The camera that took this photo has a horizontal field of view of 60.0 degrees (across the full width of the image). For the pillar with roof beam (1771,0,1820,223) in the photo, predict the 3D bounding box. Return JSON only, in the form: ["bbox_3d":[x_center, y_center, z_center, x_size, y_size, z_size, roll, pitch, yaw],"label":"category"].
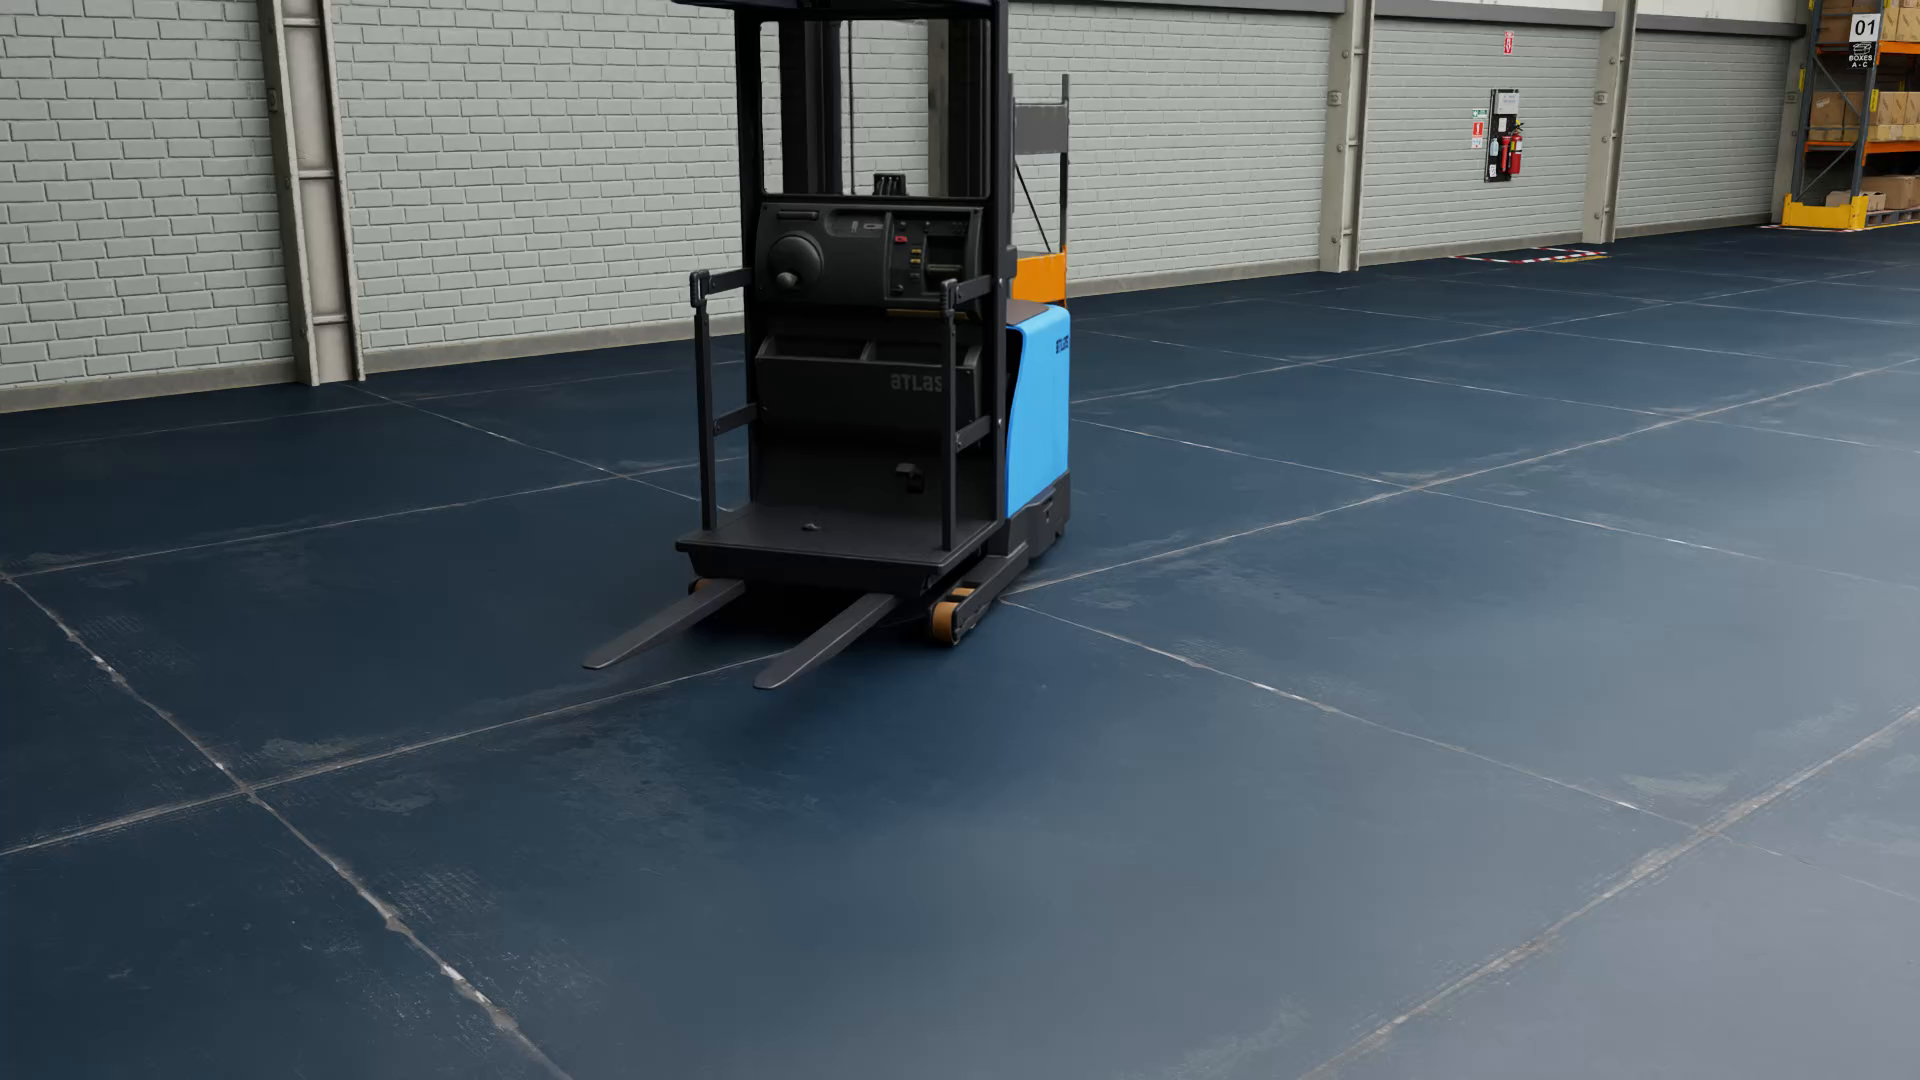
[{"bbox_3d":[16.357,-8.735,23.015,0.400,9.000,9.100,-13,19,-39],"label":"pillar with roof beam"}]

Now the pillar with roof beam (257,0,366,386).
[{"bbox_3d":[-1.748,-4.670,7.795,0.400,9.000,9.100,-13,19,-39],"label":"pillar with roof beam"}]

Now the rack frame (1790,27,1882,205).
[{"bbox_3d":[13.571,-6.388,25.853,0.127,3.000,1.000,-13,19,-39],"label":"rack frame"}]

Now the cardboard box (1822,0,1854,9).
[{"bbox_3d":[13.724,-8.502,25.785,0.500,0.500,0.500,-12,19,-37],"label":"cardboard box"}]

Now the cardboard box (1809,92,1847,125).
[{"bbox_3d":[13.787,-6.809,26.227,0.500,0.500,0.500,-13,20,-40],"label":"cardboard box"}]

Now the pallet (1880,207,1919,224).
[{"bbox_3d":[15.184,-5.390,27.520,1.213,0.211,1.003,-13,19,-39],"label":"pallet"}]

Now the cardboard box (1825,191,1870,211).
[{"bbox_3d":[14.152,-5.401,26.516,0.500,0.311,0.500,13,20,41],"label":"cardboard box"}]

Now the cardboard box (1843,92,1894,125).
[{"bbox_3d":[14.128,-6.710,25.857,0.500,0.500,0.500,-13,19,-39],"label":"cardboard box"}]

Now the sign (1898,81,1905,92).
[{"bbox_3d":[16.221,-7.733,28.642,0.005,0.325,0.100,-13,19,-39],"label":"sign"}]

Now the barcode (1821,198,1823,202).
[{"bbox_3d":[13.903,-5.487,26.818,0.075,0.075,0.001,-13,19,-39],"label":"barcode"}]

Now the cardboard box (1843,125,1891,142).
[{"bbox_3d":[14.147,-6.346,25.948,0.500,0.250,0.500,-13,20,-41],"label":"cardboard box"}]

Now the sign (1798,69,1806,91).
[{"bbox_3d":[13.222,-7.212,26.080,0.005,0.325,0.100,-13,19,-39],"label":"sign"}]

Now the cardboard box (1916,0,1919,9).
[{"bbox_3d":[14.812,-8.560,26.003,0.500,0.500,0.500,-12,19,-38],"label":"cardboard box"}]

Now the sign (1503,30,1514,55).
[{"bbox_3d":[7.044,-6.385,21.351,0.199,0.298,0.001,-13,19,-39],"label":"sign"}]

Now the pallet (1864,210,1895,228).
[{"bbox_3d":[14.264,-5.184,26.750,1.213,0.211,1.003,-13,19,-39],"label":"pallet"}]

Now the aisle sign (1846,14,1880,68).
[{"bbox_3d":[13.714,-7.573,25.253,0.004,0.787,0.394,-13,19,-39],"label":"aisle sign"}]

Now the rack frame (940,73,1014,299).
[{"bbox_3d":[0.075,-1.124,7.891,0.400,2.100,0.015,10,18,33],"label":"rack frame"}]

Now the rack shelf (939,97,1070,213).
[{"bbox_3d":[0.215,-1.839,7.907,0.431,0.518,0.480,10,18,33],"label":"rack shelf"}]

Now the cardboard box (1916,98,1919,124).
[{"bbox_3d":[15.283,-6.968,26.822,0.500,0.500,0.500,-12,19,-38],"label":"cardboard box"}]

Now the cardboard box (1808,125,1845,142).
[{"bbox_3d":[13.796,-6.442,26.307,0.500,0.250,0.500,-12,19,-39],"label":"cardboard box"}]

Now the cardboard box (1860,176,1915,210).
[{"bbox_3d":[15.168,-5.704,27.282,0.500,0.500,0.700,-14,21,-43],"label":"cardboard box"}]

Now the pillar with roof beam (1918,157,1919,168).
[{"bbox_3d":[20.883,-9.752,26.821,0.400,9.000,9.100,-13,19,-39],"label":"pillar with roof beam"}]

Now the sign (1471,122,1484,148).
[{"bbox_3d":[6.631,-5.191,21.302,0.234,0.329,0.001,-13,19,-39],"label":"sign"}]

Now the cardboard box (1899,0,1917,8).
[{"bbox_3d":[14.432,-8.471,25.670,0.500,0.500,0.500,-13,20,-40],"label":"cardboard box"}]

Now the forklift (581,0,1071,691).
[{"bbox_3d":[-0.429,-1.137,6.325,1.130,2.935,3.031,5,16,18],"label":"forklift"}]

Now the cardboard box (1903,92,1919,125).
[{"bbox_3d":[14.902,-6.878,26.486,0.500,0.500,0.500,-13,20,-41],"label":"cardboard box"}]

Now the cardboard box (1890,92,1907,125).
[{"bbox_3d":[14.508,-6.792,26.163,0.500,0.500,0.500,-13,19,-39],"label":"cardboard box"}]

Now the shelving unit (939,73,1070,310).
[{"bbox_3d":[0.215,-1.176,8.084,0.431,2.100,0.503,10,18,33],"label":"shelving unit"}]

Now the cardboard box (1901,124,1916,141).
[{"bbox_3d":[14.918,-6.522,26.606,0.500,0.250,0.500,-13,20,-40],"label":"cardboard box"}]

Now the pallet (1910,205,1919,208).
[{"bbox_3d":[16.105,-5.598,28.298,1.213,0.211,1.003,-13,19,-39],"label":"pallet"}]

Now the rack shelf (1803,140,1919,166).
[{"bbox_3d":[15.080,-6.379,27.214,4.000,0.370,1.077,-13,19,-39],"label":"rack shelf"}]

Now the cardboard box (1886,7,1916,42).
[{"bbox_3d":[14.416,-7.987,25.795,0.500,0.500,0.500,-11,19,-36],"label":"cardboard box"}]

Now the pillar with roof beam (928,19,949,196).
[{"bbox_3d":[2.778,-5.686,11.600,0.400,9.000,9.100,-13,19,-39],"label":"pillar with roof beam"}]

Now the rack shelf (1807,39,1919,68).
[{"bbox_3d":[15.080,-7.829,26.827,4.000,0.370,1.077,-13,19,-39],"label":"rack shelf"}]

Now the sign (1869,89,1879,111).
[{"bbox_3d":[13.927,-6.701,25.346,0.005,0.325,0.100,-13,19,-39],"label":"sign"}]

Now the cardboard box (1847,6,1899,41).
[{"bbox_3d":[13.987,-7.903,25.480,0.500,0.500,0.500,-12,19,-38],"label":"cardboard box"}]

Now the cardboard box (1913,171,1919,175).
[{"bbox_3d":[17.133,-6.198,29.134,0.500,0.500,0.700,-12,19,-38],"label":"cardboard box"}]

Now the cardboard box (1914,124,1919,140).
[{"bbox_3d":[15.301,-6.607,26.925,0.500,0.250,0.500,-12,19,-39],"label":"cardboard box"}]

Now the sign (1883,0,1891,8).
[{"bbox_3d":[13.927,-8.154,24.958,0.005,0.325,0.100,-13,19,-39],"label":"sign"}]

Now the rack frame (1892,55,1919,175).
[{"bbox_3d":[16.588,-7.066,28.390,0.127,3.000,1.000,-13,19,-39],"label":"rack frame"}]

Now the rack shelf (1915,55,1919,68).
[{"bbox_3d":[18.097,-8.506,29.364,4.000,0.370,1.077,-13,19,-39],"label":"rack shelf"}]

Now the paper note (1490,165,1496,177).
[{"bbox_3d":[6.937,-4.805,21.634,0.142,0.148,0.016,-13,19,-39],"label":"paper note"}]

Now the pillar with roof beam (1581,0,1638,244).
[{"bbox_3d":[11.831,-7.719,19.210,0.400,9.000,9.100,-13,19,-39],"label":"pillar with roof beam"}]

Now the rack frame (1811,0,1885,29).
[{"bbox_3d":[13.571,-9.286,25.079,0.127,3.000,1.000,-13,19,-39],"label":"rack frame"}]

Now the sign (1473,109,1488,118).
[{"bbox_3d":[6.640,-5.446,21.230,0.331,0.109,0.001,-13,19,-39],"label":"sign"}]

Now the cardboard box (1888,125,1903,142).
[{"bbox_3d":[14.530,-6.437,26.287,0.500,0.250,0.500,-13,20,-41],"label":"cardboard box"}]

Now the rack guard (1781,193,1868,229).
[{"bbox_3d":[13.628,-5.193,26.224,0.348,0.500,1.175,-13,19,-39],"label":"rack guard"}]

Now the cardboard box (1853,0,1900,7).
[{"bbox_3d":[14.021,-8.396,25.389,0.500,0.500,0.500,14,21,43],"label":"cardboard box"}]

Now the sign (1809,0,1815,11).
[{"bbox_3d":[13.222,-8.376,25.769,0.005,0.325,0.100,-13,19,-39],"label":"sign"}]

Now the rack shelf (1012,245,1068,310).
[{"bbox_3d":[0.215,-1.163,8.088,0.431,0.518,0.480,10,18,33],"label":"rack shelf"}]

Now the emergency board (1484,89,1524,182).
[{"bbox_3d":[7.116,-5.247,21.583,0.643,1.169,0.194,-13,19,-39],"label":"emergency board"}]

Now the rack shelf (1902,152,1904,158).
[{"bbox_3d":[18.097,-7.057,29.751,4.000,0.370,1.077,-13,19,-39],"label":"rack shelf"}]

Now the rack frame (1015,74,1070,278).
[{"bbox_3d":[0.354,-1.228,8.278,0.400,2.100,0.015,10,18,33],"label":"rack frame"}]

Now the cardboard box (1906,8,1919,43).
[{"bbox_3d":[14.805,-8.076,26.127,0.500,0.500,0.500,-12,19,-37],"label":"cardboard box"}]

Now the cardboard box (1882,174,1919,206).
[{"bbox_3d":[15.832,-5.887,27.968,0.500,0.500,0.500,14,21,43],"label":"cardboard box"}]

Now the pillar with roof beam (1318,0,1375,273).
[{"bbox_3d":[7.305,-6.703,15.405,0.400,9.000,9.100,-13,19,-39],"label":"pillar with roof beam"}]

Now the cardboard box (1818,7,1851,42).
[{"bbox_3d":[13.719,-8.015,25.899,0.500,0.500,0.500,-11,18,-35],"label":"cardboard box"}]

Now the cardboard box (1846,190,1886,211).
[{"bbox_3d":[14.582,-5.498,26.878,0.500,0.311,0.500,-11,18,-35],"label":"cardboard box"}]
